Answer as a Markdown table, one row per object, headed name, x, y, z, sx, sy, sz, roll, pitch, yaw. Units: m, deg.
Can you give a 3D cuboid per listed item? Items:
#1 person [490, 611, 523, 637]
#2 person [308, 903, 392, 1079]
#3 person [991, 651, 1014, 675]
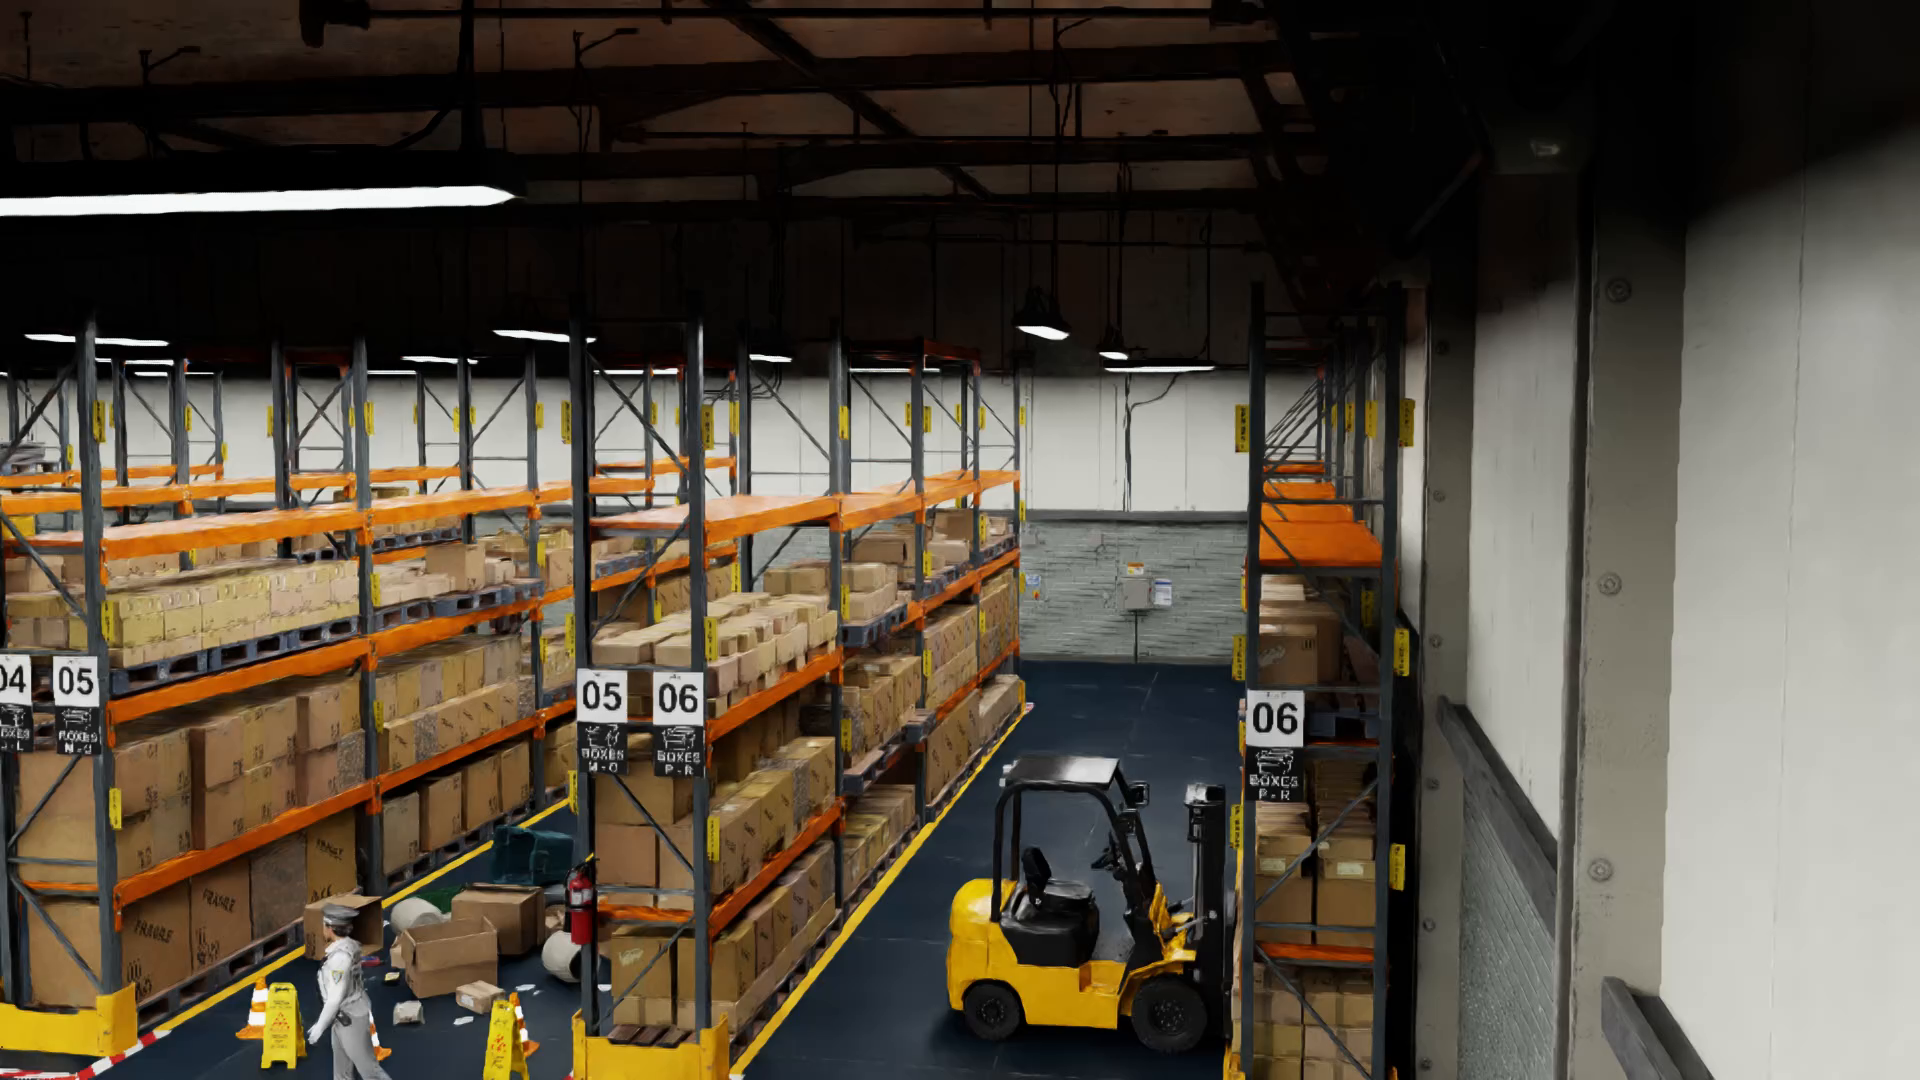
| name | x | y | z | sx | sy | sz | roll | pitch | yaw |
| --- | --- | --- | --- | --- | --- | --- | --- | --- | --- |
| person | -8.856 | 1.704 | 32.499 | 0.631 | 1.710 | 1.032 | -1 | 5 | -12 |
| person | -4.284 | 3.394 | 11.747 | 0.680 | 1.658 | 0.496 | -1 | 5 | -17 |
| person | 0.773 | 1.985 | 29.320 | 0.556 | 1.663 | 0.515 | -2 | 5 | -23 |
